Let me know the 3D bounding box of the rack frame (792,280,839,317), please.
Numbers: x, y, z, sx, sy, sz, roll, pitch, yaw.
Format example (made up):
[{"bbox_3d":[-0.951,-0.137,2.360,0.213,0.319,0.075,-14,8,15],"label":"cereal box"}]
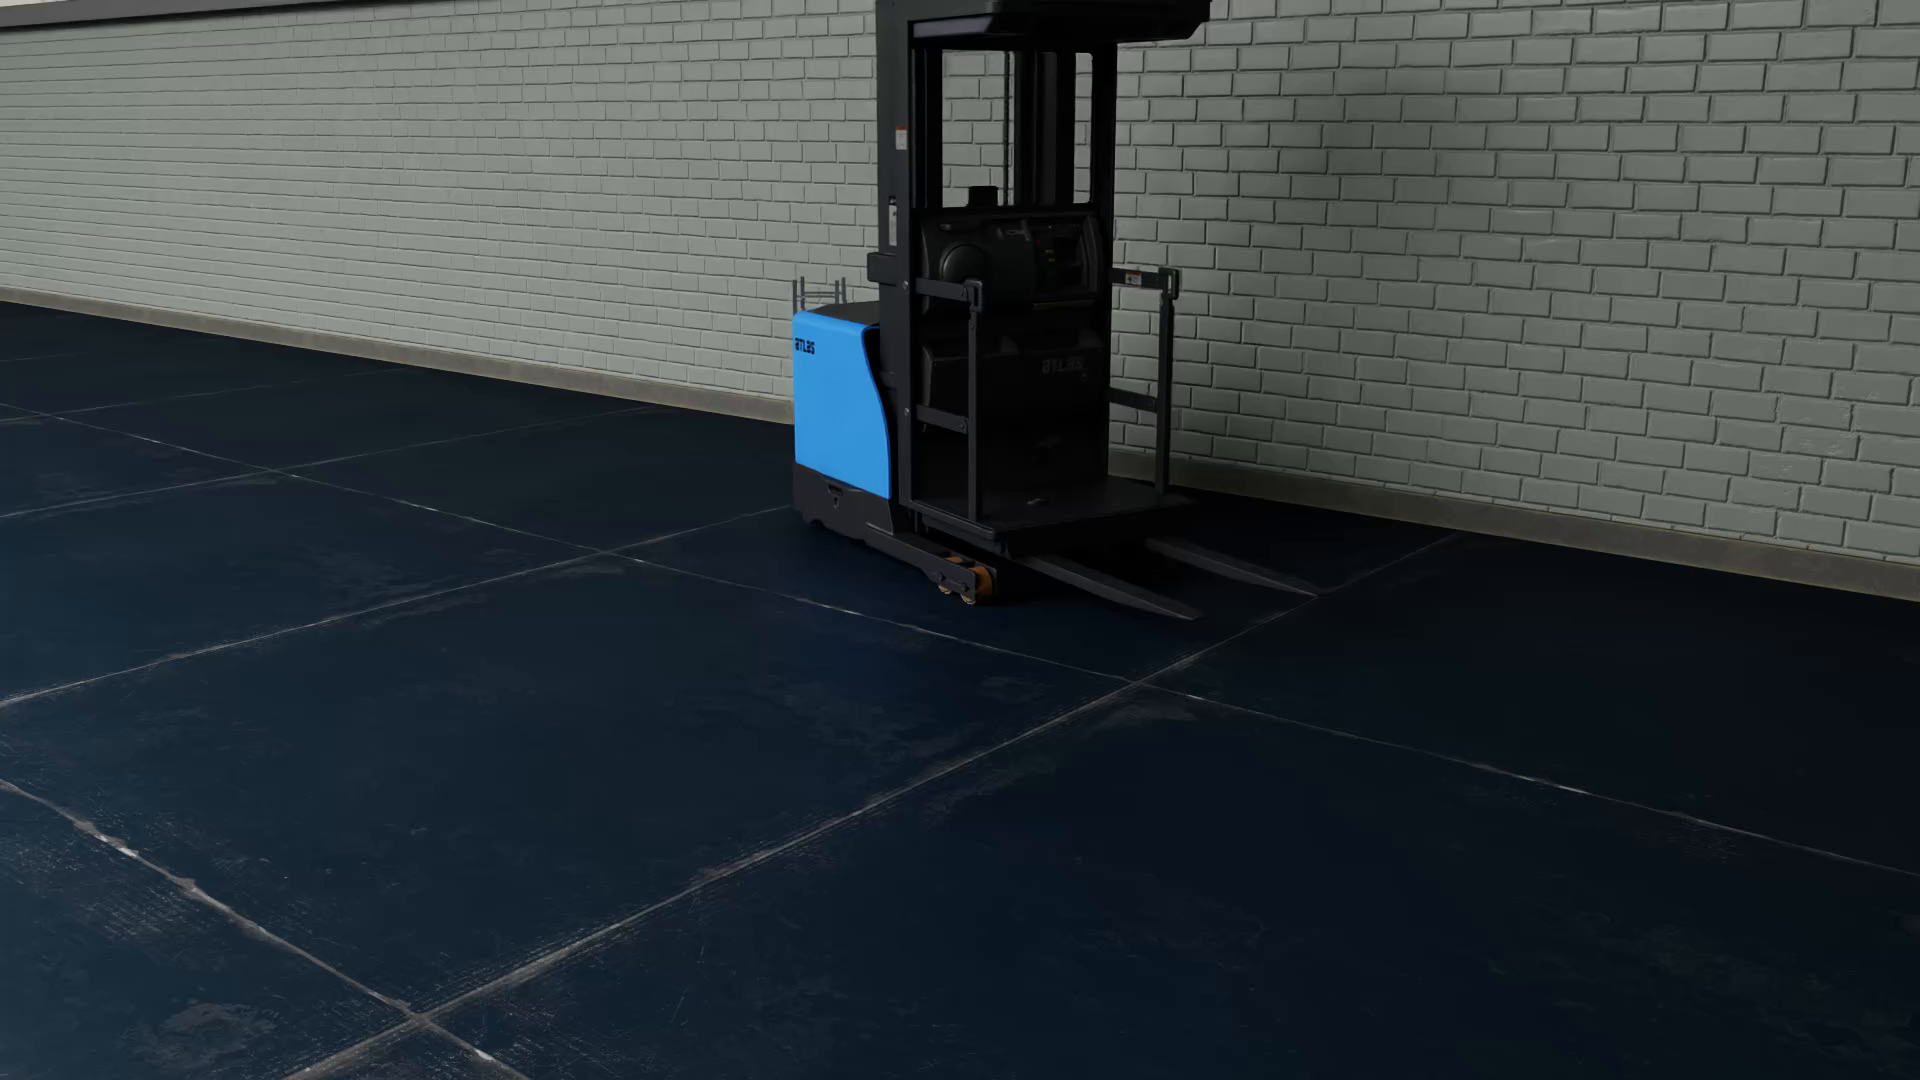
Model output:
[{"bbox_3d":[-0.734,-0.738,8.589,0.240,1.200,0.006,2,14,7],"label":"rack frame"}]

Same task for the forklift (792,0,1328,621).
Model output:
[{"bbox_3d":[0.348,-1.274,7.187,1.130,2.935,3.031,-9,17,-30],"label":"forklift"}]

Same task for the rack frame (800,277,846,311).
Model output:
[{"bbox_3d":[-0.711,-0.782,8.765,0.240,1.200,0.006,2,14,7],"label":"rack frame"}]

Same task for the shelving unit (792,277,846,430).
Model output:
[{"bbox_3d":[-0.722,-0.760,8.677,0.258,1.200,0.189,2,14,7],"label":"shelving unit"}]
